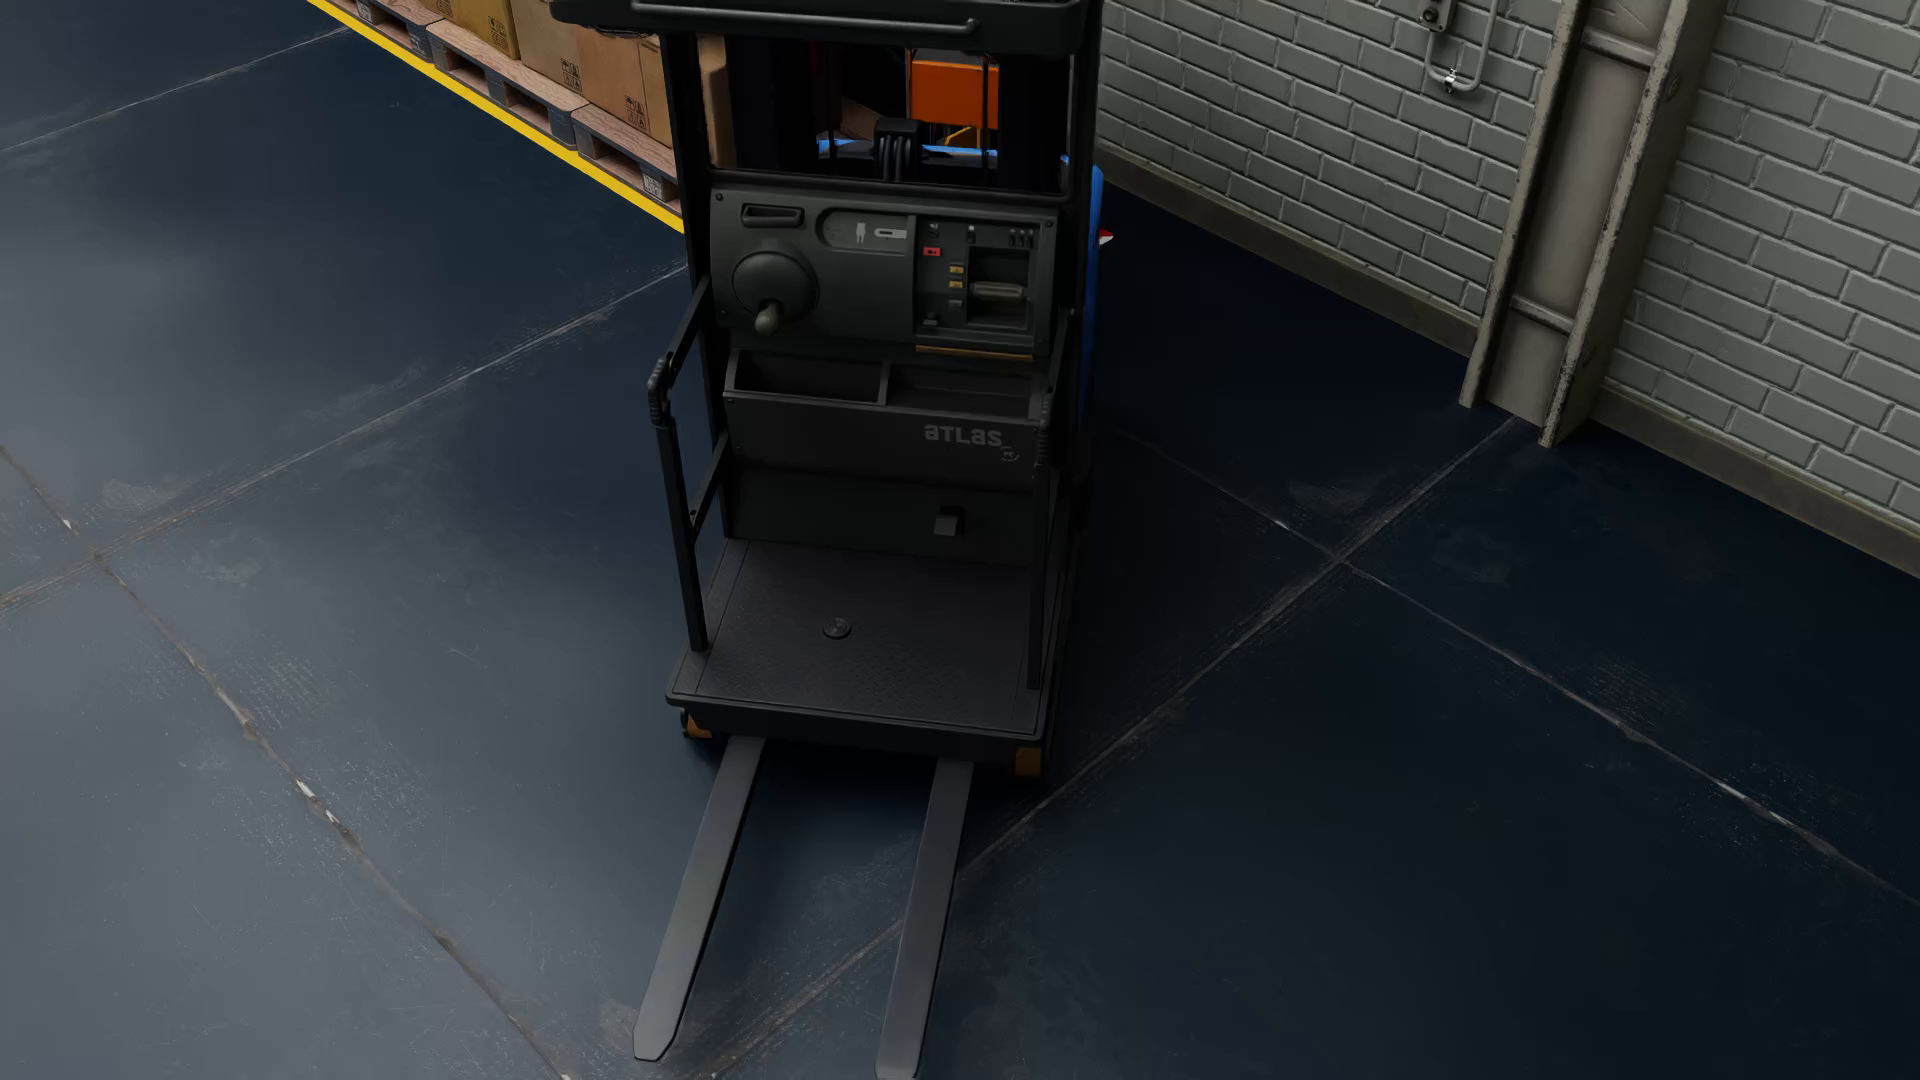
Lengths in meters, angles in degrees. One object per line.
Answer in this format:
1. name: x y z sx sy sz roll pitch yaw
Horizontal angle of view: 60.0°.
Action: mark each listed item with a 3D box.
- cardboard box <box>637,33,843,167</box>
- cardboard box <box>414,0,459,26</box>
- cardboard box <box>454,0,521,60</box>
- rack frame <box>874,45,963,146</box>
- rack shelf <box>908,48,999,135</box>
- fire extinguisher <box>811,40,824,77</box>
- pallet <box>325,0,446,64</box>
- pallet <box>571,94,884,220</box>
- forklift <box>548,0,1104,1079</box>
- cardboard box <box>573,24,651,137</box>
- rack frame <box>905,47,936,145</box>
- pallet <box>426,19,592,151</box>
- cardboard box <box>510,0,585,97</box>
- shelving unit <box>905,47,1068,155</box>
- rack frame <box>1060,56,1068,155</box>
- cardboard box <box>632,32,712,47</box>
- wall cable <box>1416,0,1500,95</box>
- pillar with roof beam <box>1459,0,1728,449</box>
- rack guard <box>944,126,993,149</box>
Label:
1. cardboard box: -0.945 -2.011 7.248 0.700 0.500 0.500 -34 53 -31
2. cardboard box: -2.397 -2.993 8.311 0.500 0.500 0.700 34 52 31
3. cardboard box: -2.036 -2.745 8.043 0.700 0.500 0.500 -33 52 -30
4. rack frame: -0.380 -2.486 6.230 1.000 3.000 0.127 -34 53 -31
5. rack shelf: 0.102 -1.567 5.918 0.480 0.518 0.431 8 43 9
6. fire extinguisher: -0.600 -2.027 6.065 0.296 0.674 0.183 -34 53 -31
7. pallet: -2.723 -2.981 8.821 1.003 0.211 1.213 -34 53 -31
8. pallet: -1.000 -1.809 7.552 1.003 0.211 1.213 -34 53 -31
9. forklift: -0.238 -0.631 4.273 1.130 2.935 3.031 6 43 6
10. cardboard box: -1.299 -2.251 7.508 0.500 0.500 0.700 34 53 31
11. rack frame: -0.137 -1.611 5.946 0.015 2.100 0.400 8 43 9
12. pallet: -1.858 -2.395 8.186 1.003 0.211 1.213 -34 53 -31
13. cardboard box: -1.654 -2.493 7.770 0.500 0.500 0.700 32 52 30
14. shelving unit: 0.102 -1.577 5.909 0.503 2.100 0.431 8 43 9
15. rack frame: 0.340 -1.542 5.872 0.015 2.100 0.400 8 43 9
16. cardboard box: -1.165 -2.223 7.000 0.250 0.149 0.380 34 52 31
17. wall cable: 1.194 -2.697 5.710 0.084 1.984 1.851 -34 53 -31
18. pillar with roof beam: -0.909 -1.743 1.006 9.100 9.000 0.400 -34 53 -31
19. rack guard: -0.363 -1.557 7.066 1.175 0.500 0.348 -34 53 -31
